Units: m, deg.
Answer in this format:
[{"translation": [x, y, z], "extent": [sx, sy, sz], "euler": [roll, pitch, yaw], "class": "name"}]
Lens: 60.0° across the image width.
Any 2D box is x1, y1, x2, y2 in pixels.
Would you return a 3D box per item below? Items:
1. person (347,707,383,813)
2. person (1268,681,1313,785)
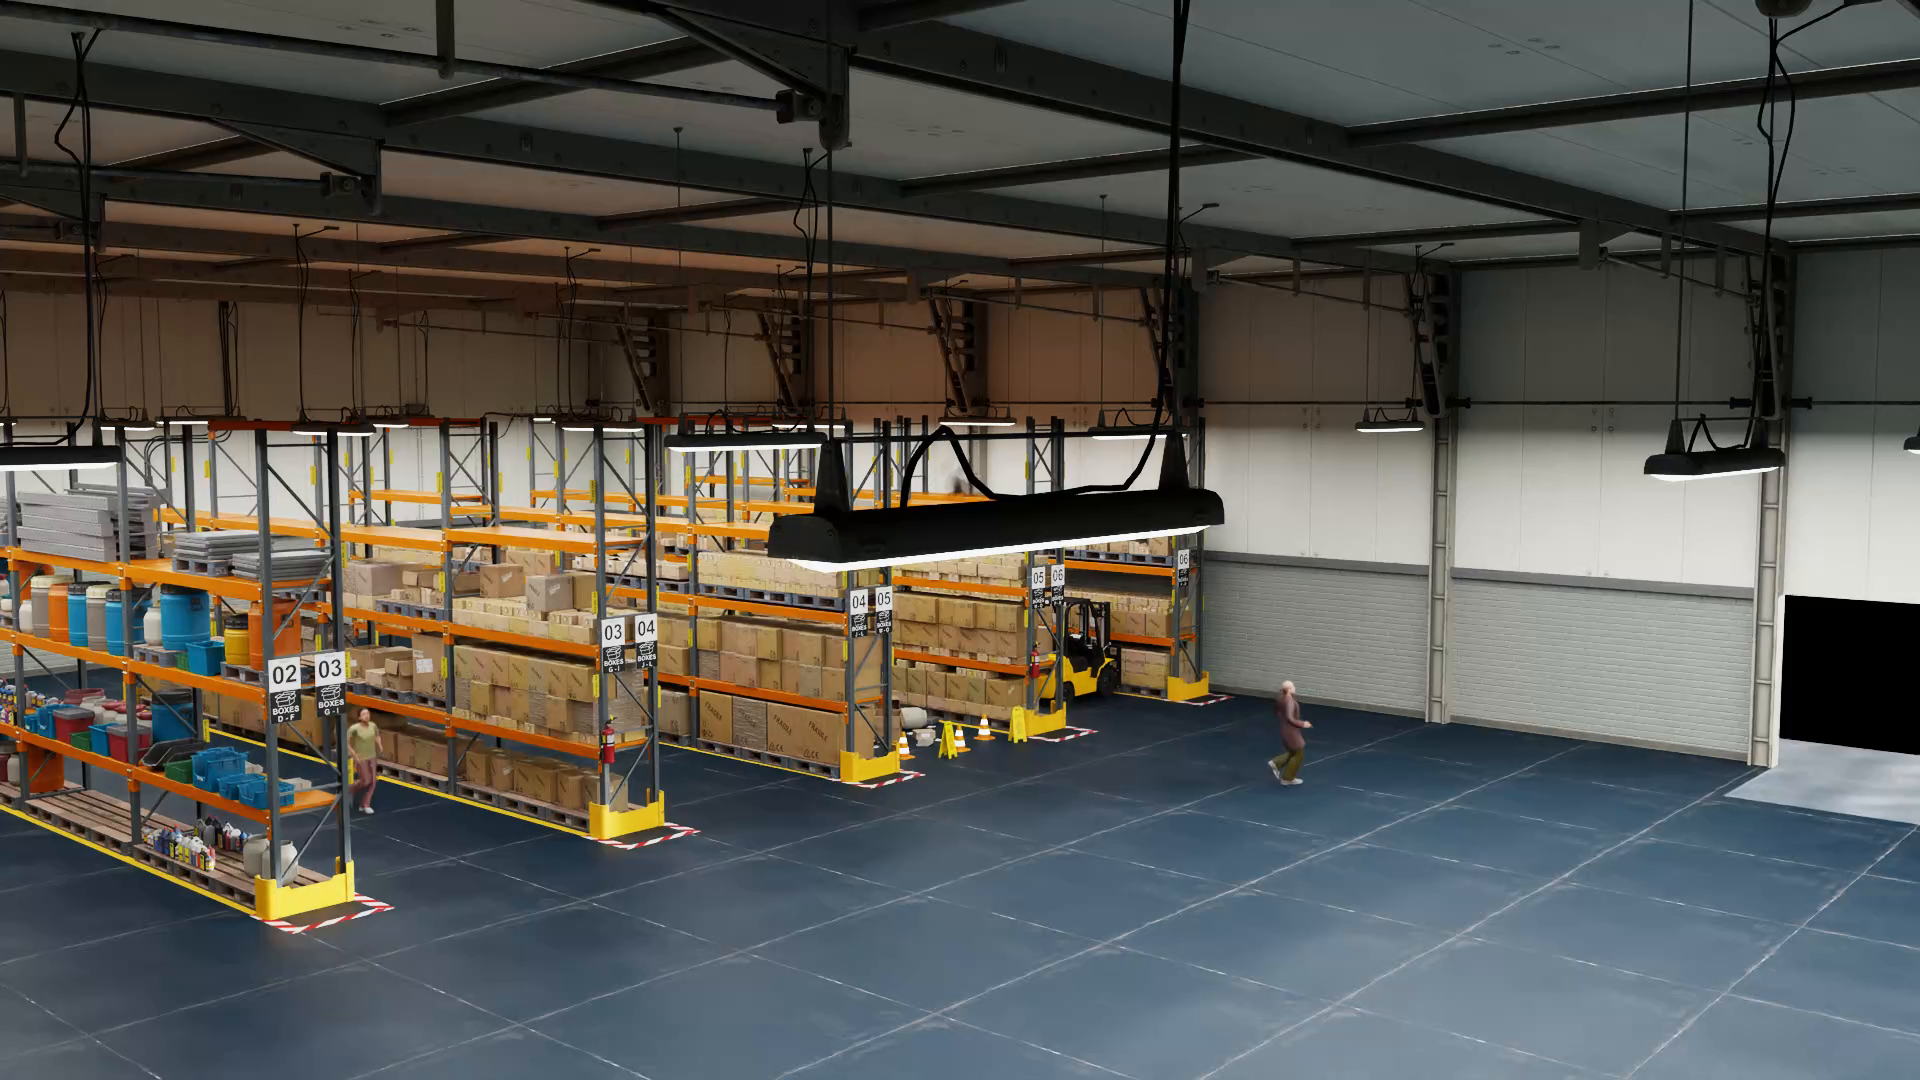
[{"translation": [-9.216, 3.386, 25.734], "extent": [0.585, 1.639, 0.574], "euler": [4, 6, 39], "class": "person"}, {"translation": [5.443, 3.182, 27.470], "extent": [0.663, 1.726, 0.706], "euler": [0, 5, -6], "class": "person"}]
